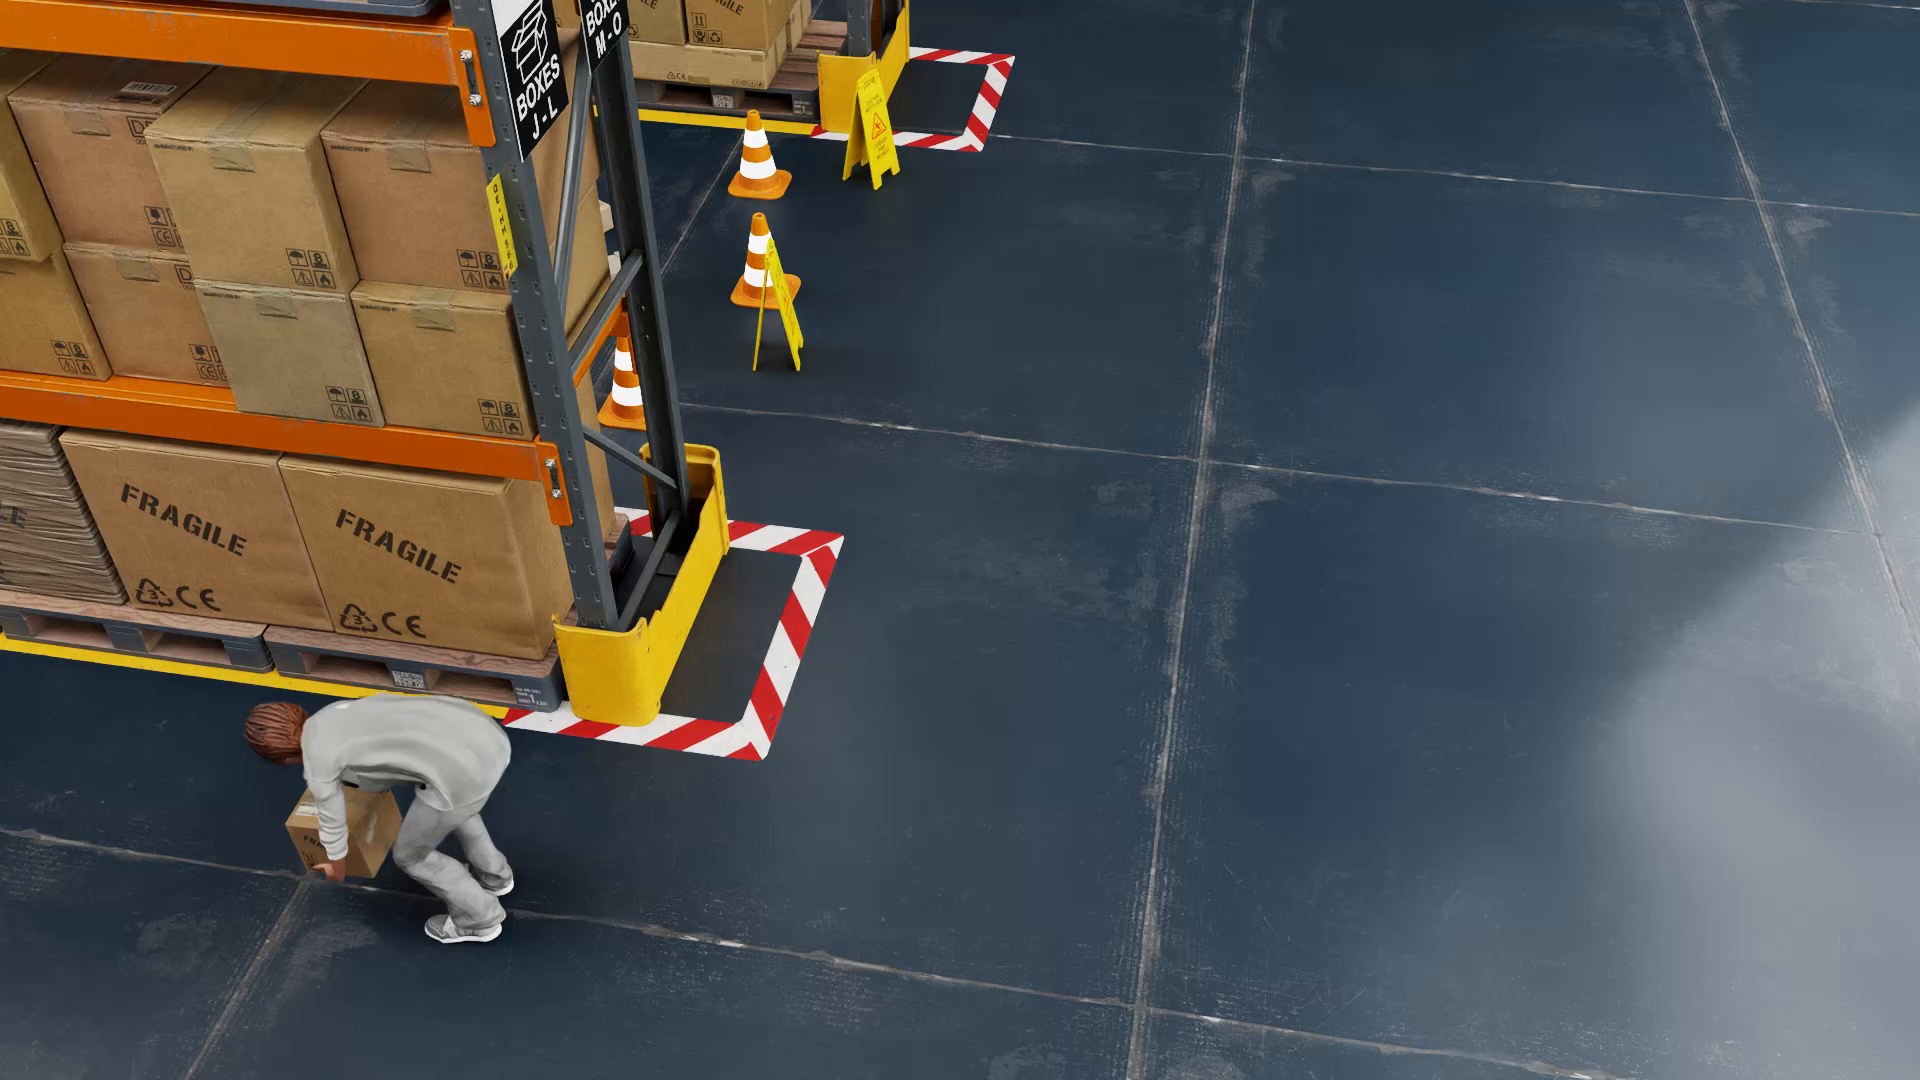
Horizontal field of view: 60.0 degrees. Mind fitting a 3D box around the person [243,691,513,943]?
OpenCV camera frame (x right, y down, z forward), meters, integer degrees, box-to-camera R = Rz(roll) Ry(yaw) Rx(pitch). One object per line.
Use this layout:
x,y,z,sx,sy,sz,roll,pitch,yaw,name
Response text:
-1.894,0.912,5.582,0.871,0.990,0.395,5,41,6,person
